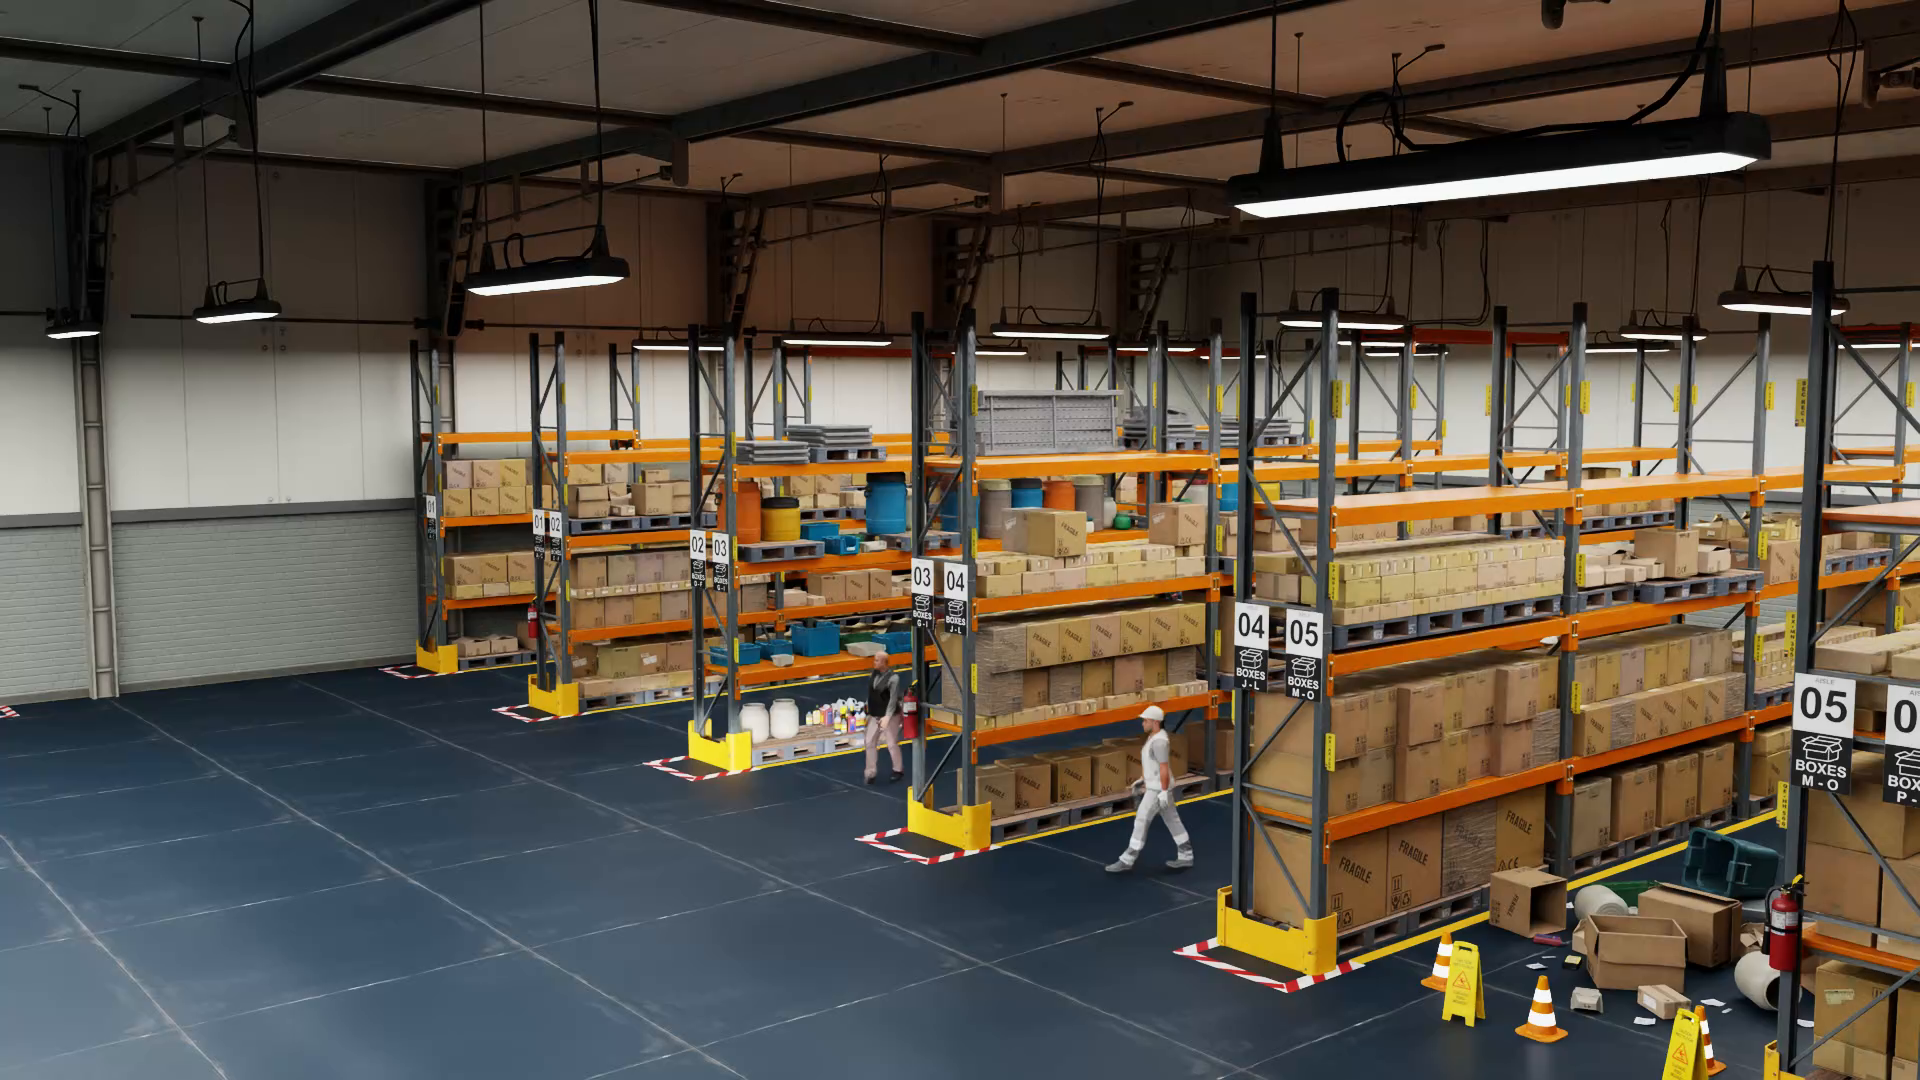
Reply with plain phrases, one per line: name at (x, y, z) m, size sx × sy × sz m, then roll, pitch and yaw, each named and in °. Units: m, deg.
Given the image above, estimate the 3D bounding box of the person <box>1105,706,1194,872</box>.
person at (2.024, 2.630, 17.671) m, size 0.949 × 1.737 × 0.574 m, roll 0°, pitch 5°, yaw 5°

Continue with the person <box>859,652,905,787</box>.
person at (-1.006, 2.333, 21.628) m, size 0.559 × 1.776 × 0.698 m, roll 4°, pitch 7°, yaw 38°

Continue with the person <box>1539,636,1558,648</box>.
person at (8.103, 2.166, 23.000) m, size 0.610 × 1.728 × 1.036 m, roll 5°, pitch 7°, yaw 41°
